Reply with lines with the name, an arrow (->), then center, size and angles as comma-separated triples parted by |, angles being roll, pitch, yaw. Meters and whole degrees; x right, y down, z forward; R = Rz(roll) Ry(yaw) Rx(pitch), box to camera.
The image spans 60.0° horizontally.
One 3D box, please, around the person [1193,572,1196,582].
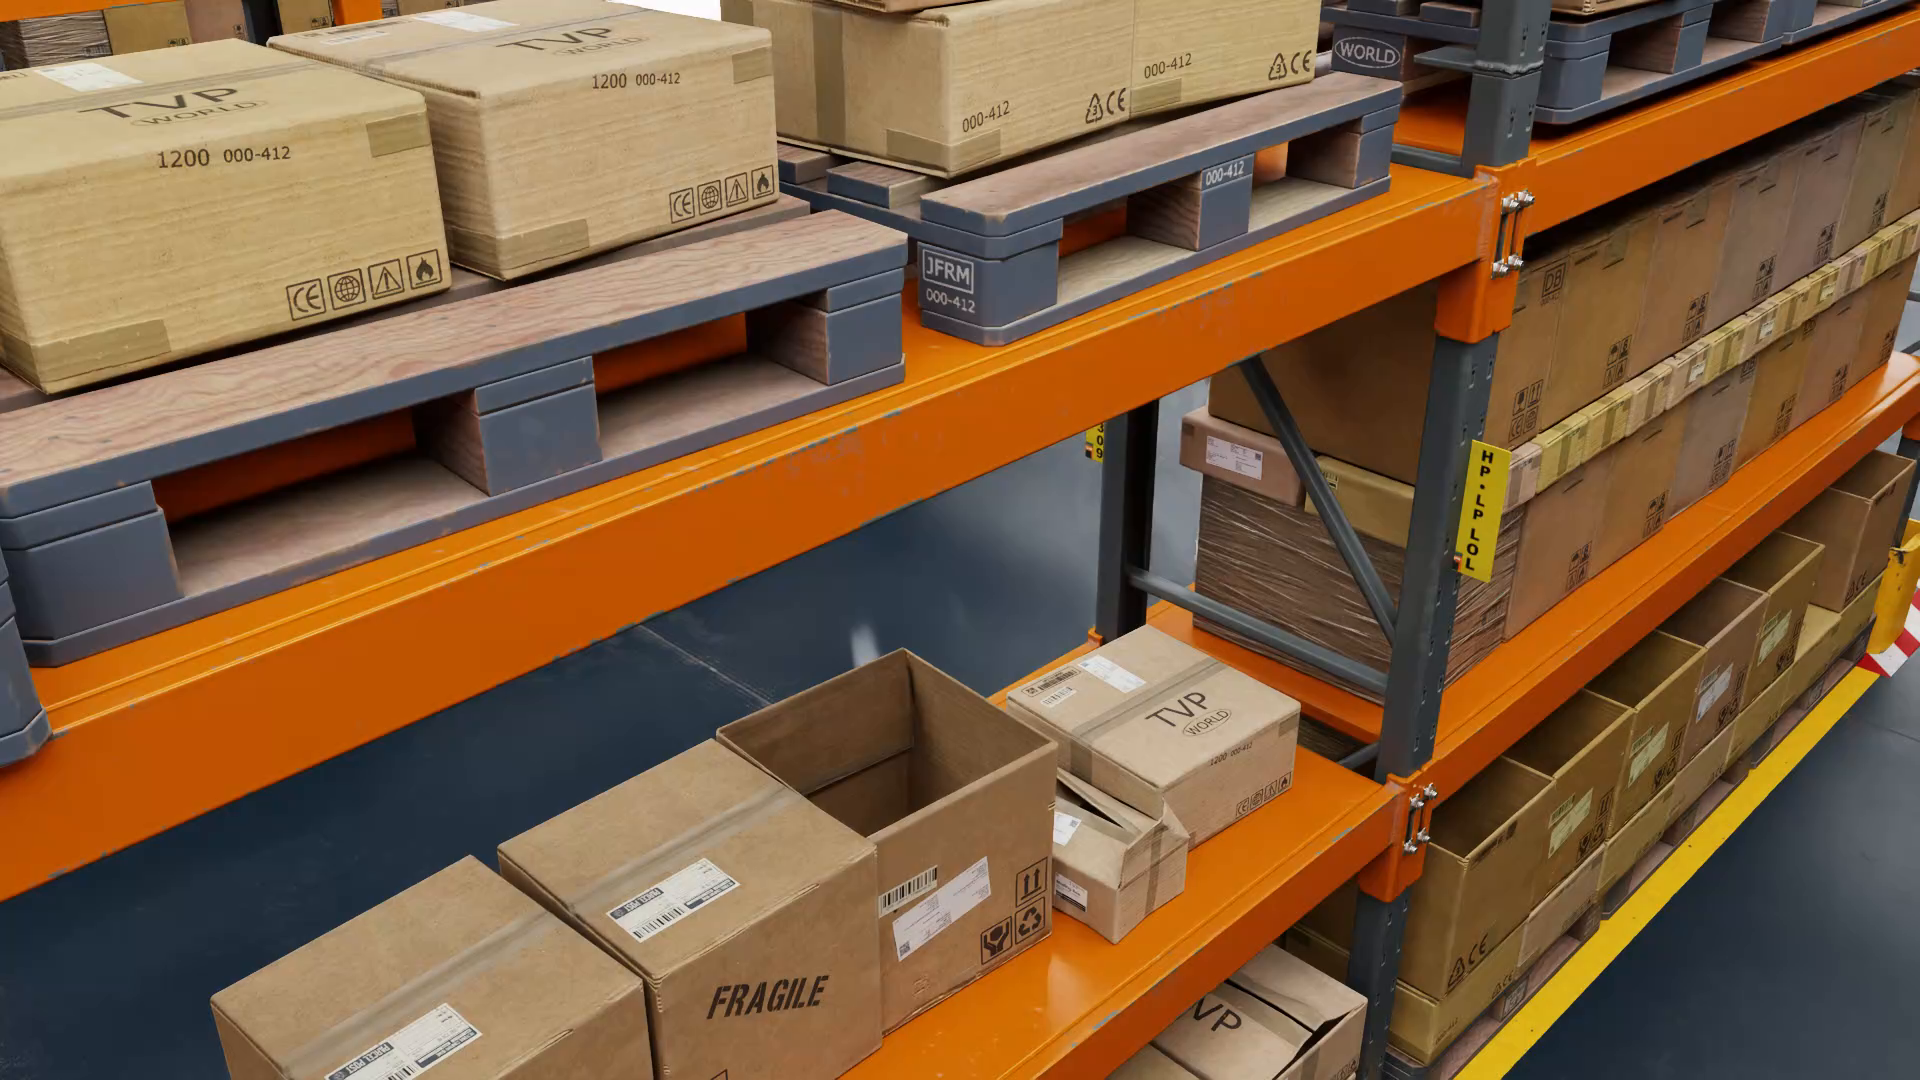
person -> 1.395, -0.546, 7.121 | 0.587, 1.734, 1.020 | 24, 36, 38
